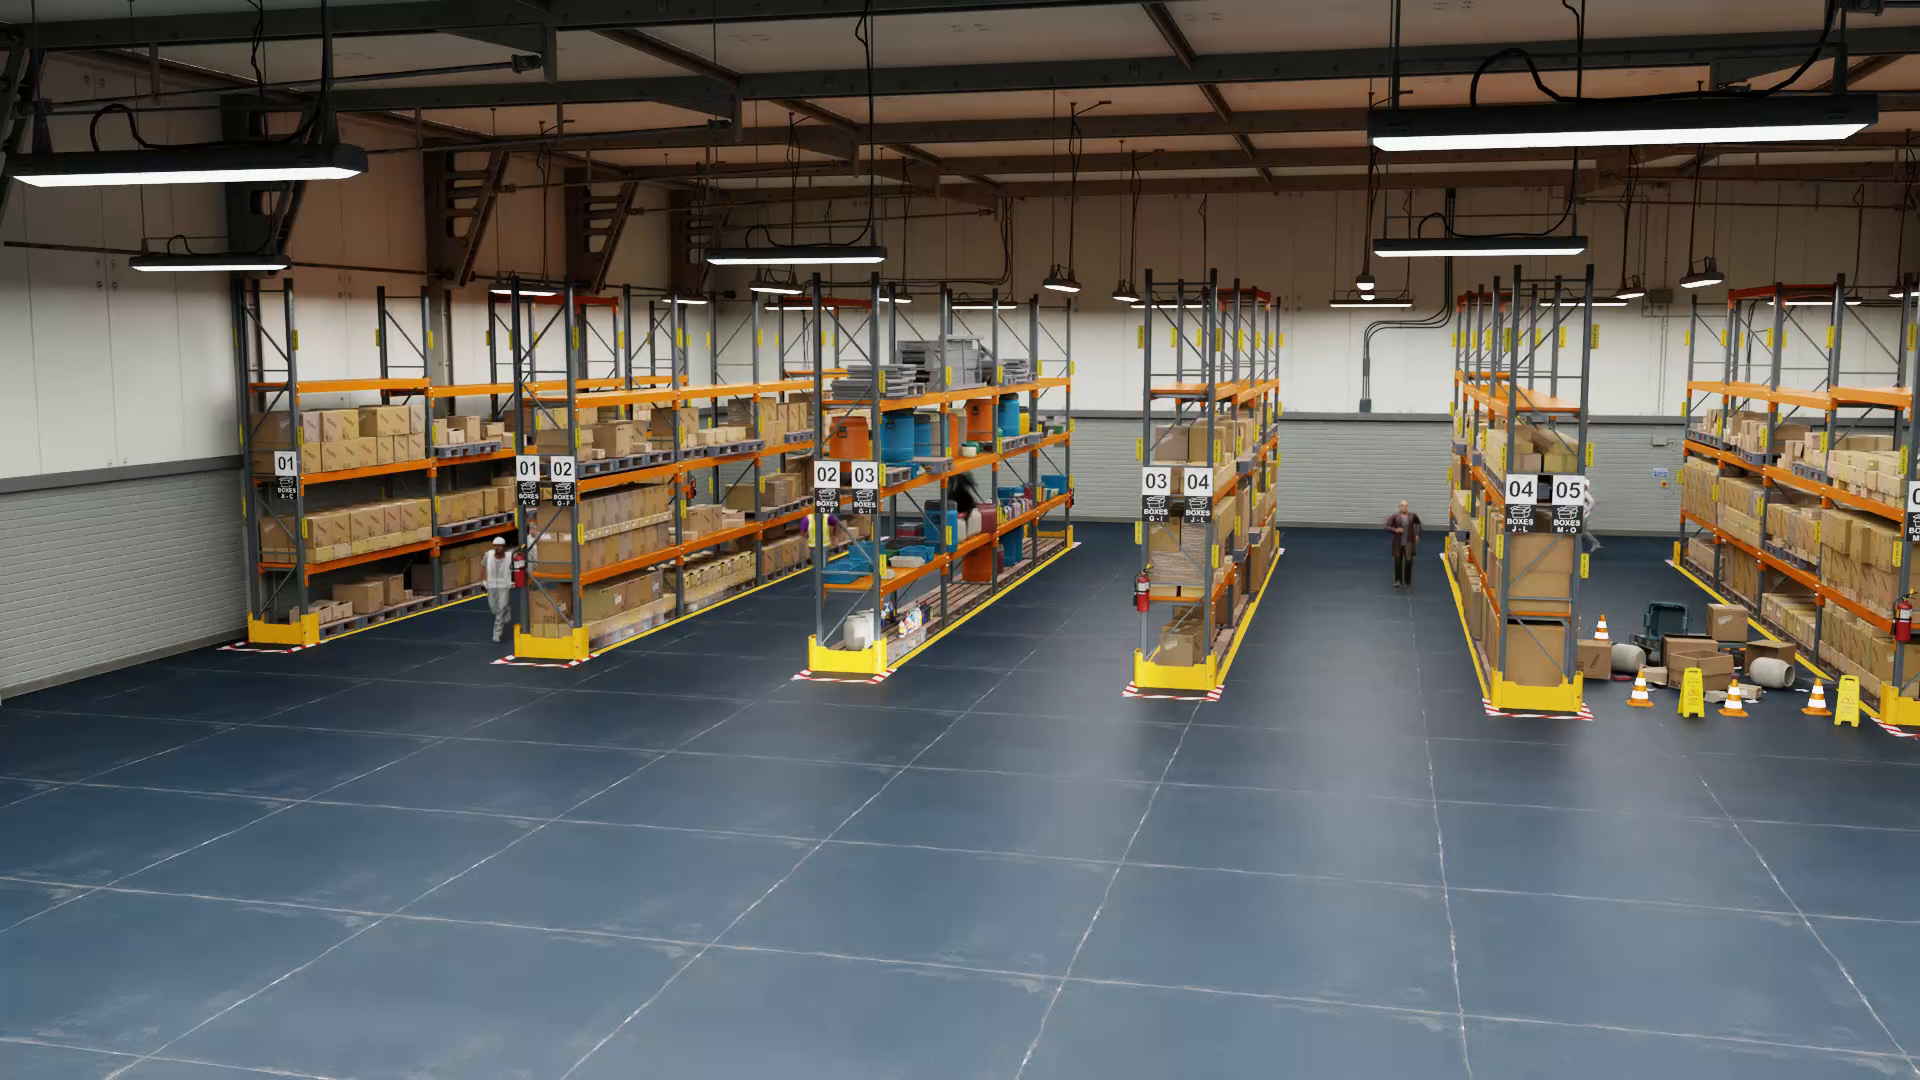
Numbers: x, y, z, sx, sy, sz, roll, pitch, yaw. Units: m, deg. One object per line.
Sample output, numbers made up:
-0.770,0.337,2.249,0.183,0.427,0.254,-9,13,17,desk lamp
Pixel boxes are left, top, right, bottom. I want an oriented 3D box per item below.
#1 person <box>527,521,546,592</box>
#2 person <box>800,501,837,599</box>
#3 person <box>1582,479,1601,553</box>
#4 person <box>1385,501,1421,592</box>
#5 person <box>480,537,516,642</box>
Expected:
-7.829,0.494,30.746,0.636,1.727,0.829,1,7,7,person
-2.619,0.153,30.651,0.640,1.812,0.837,1,7,6,person
14.447,-0.537,38.675,0.957,1.770,0.651,2,7,14,person
8.879,0.131,33.359,0.708,1.857,0.838,1,7,12,person
-7.731,0.800,28.066,0.684,1.757,0.891,0,7,2,person
